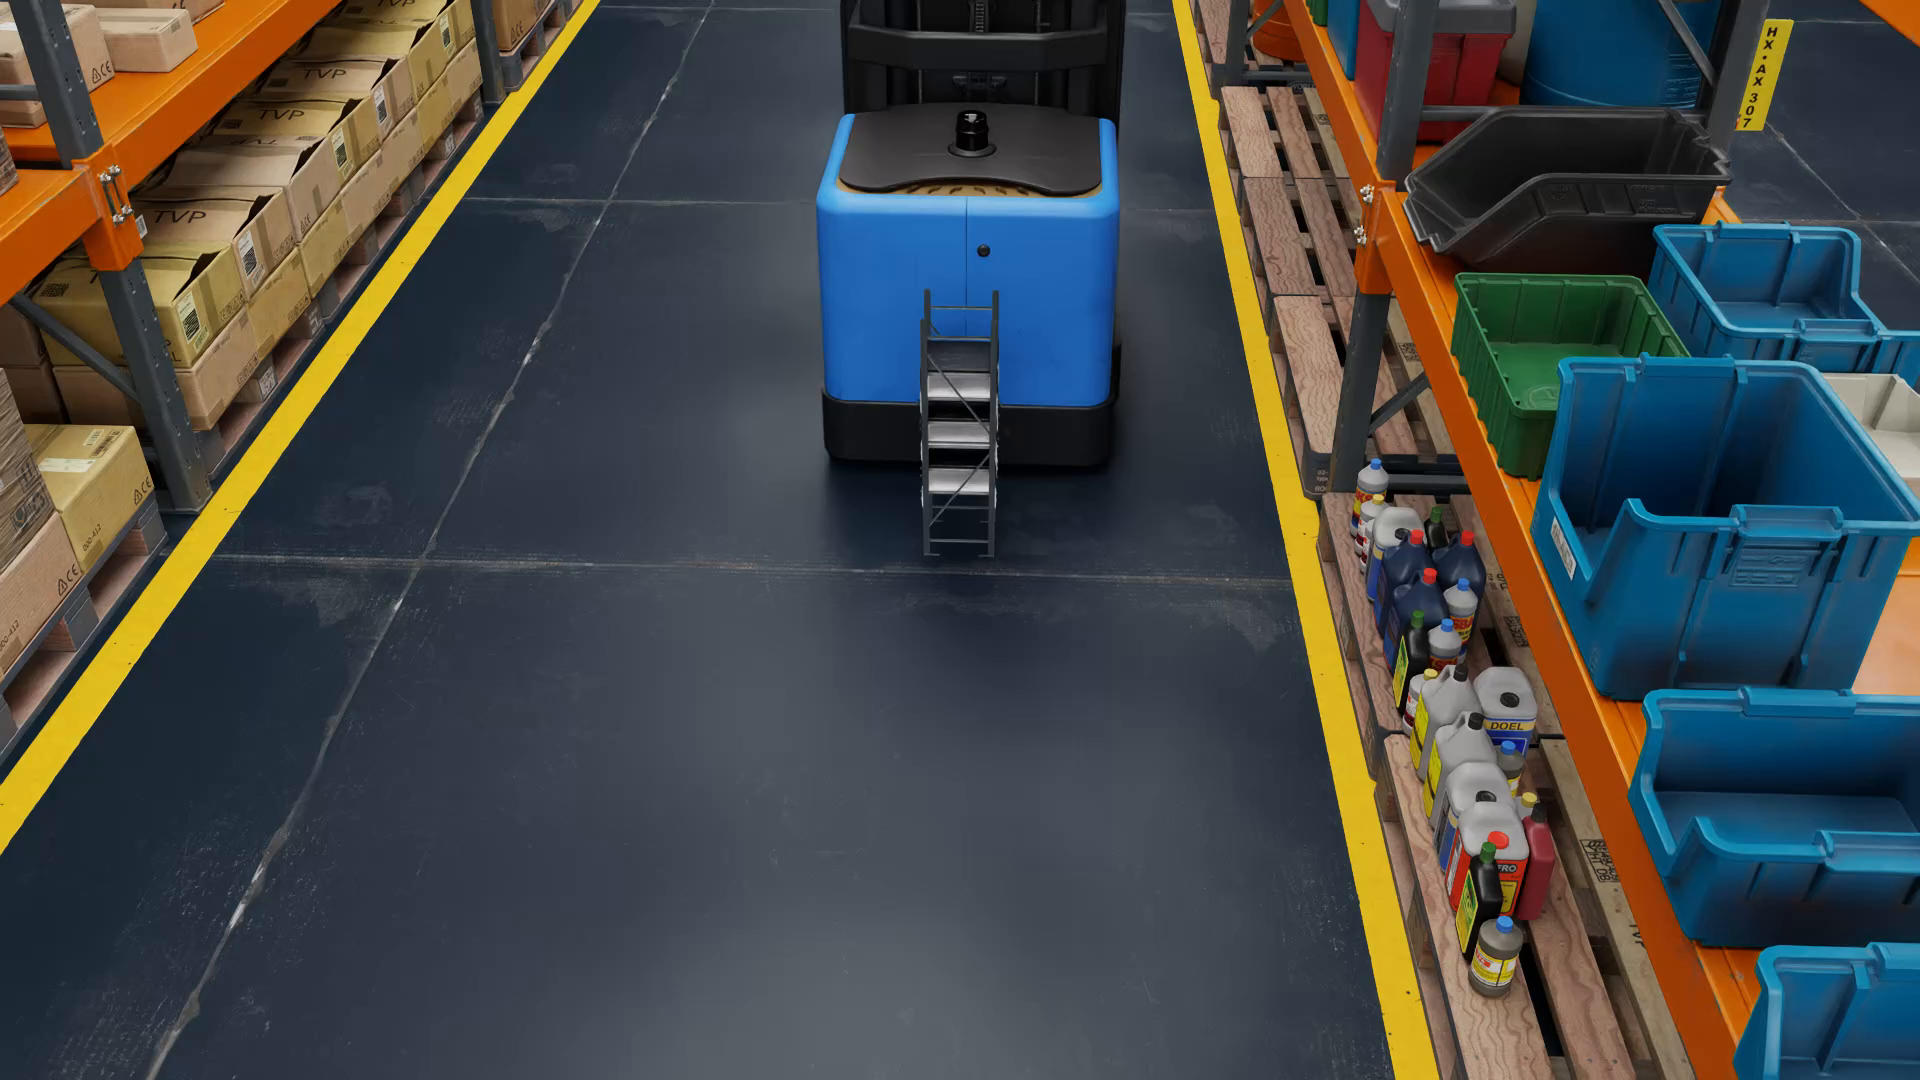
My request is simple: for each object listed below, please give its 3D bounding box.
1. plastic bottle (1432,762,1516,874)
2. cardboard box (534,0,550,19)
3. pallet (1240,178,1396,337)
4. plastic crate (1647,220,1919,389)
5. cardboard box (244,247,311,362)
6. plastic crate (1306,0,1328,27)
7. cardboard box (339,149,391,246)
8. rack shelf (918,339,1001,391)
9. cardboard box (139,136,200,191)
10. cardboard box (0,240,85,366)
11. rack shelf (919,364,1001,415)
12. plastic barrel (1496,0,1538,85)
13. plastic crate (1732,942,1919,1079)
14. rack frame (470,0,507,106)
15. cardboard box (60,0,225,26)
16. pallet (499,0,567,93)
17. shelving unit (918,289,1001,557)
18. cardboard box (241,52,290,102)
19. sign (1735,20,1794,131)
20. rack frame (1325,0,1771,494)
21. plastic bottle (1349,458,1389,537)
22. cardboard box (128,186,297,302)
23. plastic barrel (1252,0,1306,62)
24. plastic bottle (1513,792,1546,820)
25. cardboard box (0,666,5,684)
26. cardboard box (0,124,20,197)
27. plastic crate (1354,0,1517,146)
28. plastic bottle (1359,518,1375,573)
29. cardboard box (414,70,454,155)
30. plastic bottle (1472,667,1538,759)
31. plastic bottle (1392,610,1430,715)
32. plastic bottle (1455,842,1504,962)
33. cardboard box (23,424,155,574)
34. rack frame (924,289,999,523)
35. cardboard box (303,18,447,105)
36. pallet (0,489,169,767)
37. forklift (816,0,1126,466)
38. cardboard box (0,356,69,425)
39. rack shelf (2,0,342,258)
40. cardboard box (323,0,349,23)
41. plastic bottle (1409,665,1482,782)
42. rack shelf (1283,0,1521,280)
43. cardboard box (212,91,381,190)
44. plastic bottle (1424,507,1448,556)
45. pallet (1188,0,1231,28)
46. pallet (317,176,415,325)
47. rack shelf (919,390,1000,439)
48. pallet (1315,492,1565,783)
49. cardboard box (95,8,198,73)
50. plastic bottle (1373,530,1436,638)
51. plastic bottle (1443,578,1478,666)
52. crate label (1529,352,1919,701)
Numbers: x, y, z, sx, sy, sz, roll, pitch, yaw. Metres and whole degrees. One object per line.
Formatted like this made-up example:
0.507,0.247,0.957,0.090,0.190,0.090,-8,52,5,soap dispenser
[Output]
1.284,0.695,4.138,0.152,0.276,0.135,0,35,1,plastic bottle
-2.704,-3.376,9.736,0.500,0.500,0.500,0,35,0,cardboard box
1.805,-1.262,7.362,1.003,0.211,1.213,1,35,2,pallet
1.992,-0.545,4.046,0.499,0.251,0.616,1,35,2,plastic crate
-2.898,-0.931,6.492,0.500,0.250,0.500,2,35,3,cardboard box
1.553,-2.168,6.411,0.450,0.188,0.662,1,35,2,plastic crate
-2.859,-1.521,7.331,0.500,0.250,0.500,2,35,3,cardboard box
0.000,-0.566,5.362,0.258,0.077,0.200,1,35,2,rack shelf
-3.417,-1.466,6.765,0.500,0.311,0.500,1,35,2,cardboard box
-3.454,-0.880,5.932,0.500,0.311,0.500,1,35,2,cardboard box
0.000,-0.493,5.414,0.258,0.077,0.200,1,35,2,rack shelf
2.023,-1.848,5.653,0.433,0.535,0.433,0,35,0,plastic barrel
1.326,0.817,2.109,0.499,0.251,0.616,1,35,2,plastic crate
-3.023,-3.663,8.353,1.000,3.000,0.127,1,35,2,rack frame
-3.115,-2.149,6.112,0.500,0.500,0.500,4,35,5,cardboard box
-2.955,-2.950,9.764,1.003,0.211,1.213,1,35,2,pallet
0.000,-0.373,5.498,0.258,0.900,0.210,1,35,2,shelving unit
-3.373,-2.050,7.596,0.500,0.311,0.500,0,35,1,cardboard box
2.315,-1.342,4.810,0.100,0.325,0.005,1,35,2,sign
1.766,-1.248,4.917,1.000,3.000,0.127,1,35,2,rack frame
1.315,-0.139,5.329,0.097,0.271,0.097,0,35,0,plastic bottle
-2.893,-1.160,6.330,0.500,0.311,0.500,1,35,1,cardboard box
1.929,-3.111,9.091,0.600,0.830,0.708,1,35,2,plastic barrel
1.409,0.718,4.170,0.097,0.201,0.097,0,35,0,plastic bottle
-3.019,0.435,4.549,0.500,0.250,0.500,1,35,2,cardboard box
-3.195,-1.150,4.691,0.700,0.500,0.500,0,35,1,cardboard box
1.479,-1.559,5.304,0.402,0.464,0.583,1,35,2,plastic crate
1.307,0.007,5.183,0.097,0.201,0.097,0,35,0,plastic bottle
-2.818,-2.105,8.163,0.500,0.250,0.500,1,35,1,cardboard box
1.443,0.482,4.441,0.152,0.276,0.135,1,35,2,plastic bottle
1.263,0.340,4.637,0.061,0.283,0.133,3,35,4,plastic bottle
1.227,0.849,3.913,0.061,0.283,0.133,2,35,3,plastic bottle
-2.984,-0.140,5.366,0.500,0.250,0.500,1,35,2,cardboard box
0.004,-0.431,5.581,0.240,0.900,0.006,1,35,2,rack frame
-2.812,-2.333,8.000,0.500,0.311,0.500,1,35,1,cardboard box
-3.257,0.232,5.236,1.003,0.211,1.213,1,35,2,pallet
0.100,-2.289,6.457,1.130,2.935,3.031,2,35,2,forklift
-3.457,-0.656,6.101,0.500,0.250,0.500,1,35,1,cardboard box
-3.103,-2.219,6.924,1.077,0.370,4.000,1,35,2,rack shelf
-3.338,-2.645,8.443,0.500,0.311,0.500,2,35,3,cardboard box
1.294,0.463,4.404,0.144,0.351,0.185,1,35,2,plastic bottle
1.846,-2.103,6.759,1.077,0.370,4.000,1,35,2,rack shelf
-2.858,-1.756,7.178,0.500,0.311,0.500,2,35,3,cardboard box
1.435,0.045,5.057,0.061,0.283,0.133,1,35,2,plastic bottle
1.968,-3.558,10.629,1.003,0.211,1.213,1,35,2,pallet
-3.147,-1.350,7.488,1.003,0.211,1.213,1,35,2,pallet
0.000,-0.419,5.465,0.258,0.077,0.200,1,35,2,rack shelf
1.697,0.278,5.171,1.003,0.211,1.213,1,35,2,pallet
-2.944,-1.766,5.873,0.380,0.149,0.250,1,35,2,cardboard box
1.318,0.110,4.906,0.144,0.351,0.185,2,35,3,plastic bottle
1.433,0.229,4.806,0.097,0.271,0.097,0,35,0,plastic bottle
1.409,-0.028,3.150,0.502,0.435,0.616,1,35,2,crate label
